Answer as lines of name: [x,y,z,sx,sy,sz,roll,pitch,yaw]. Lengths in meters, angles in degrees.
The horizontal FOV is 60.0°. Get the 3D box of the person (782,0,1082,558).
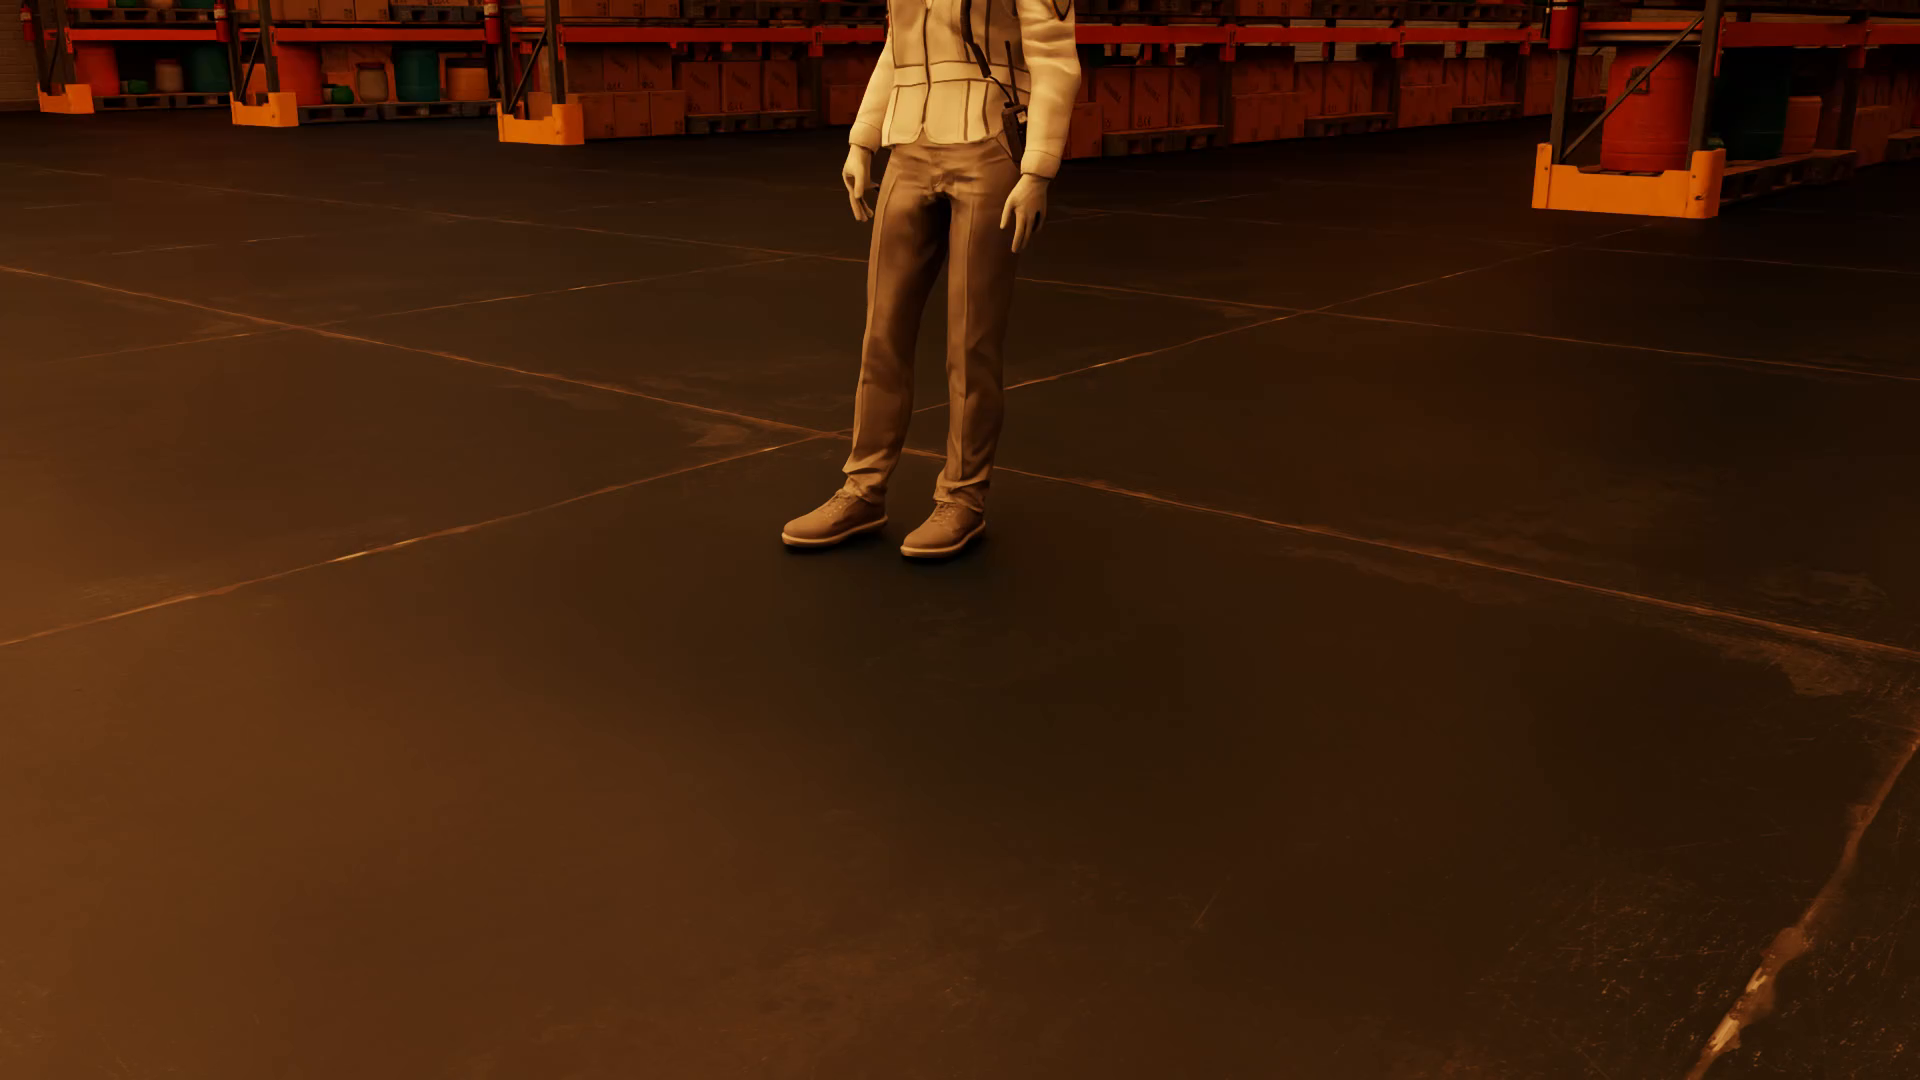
person: [-0.048,-0.803,3.647,0.588,1.695,0.531,13,21,37]
